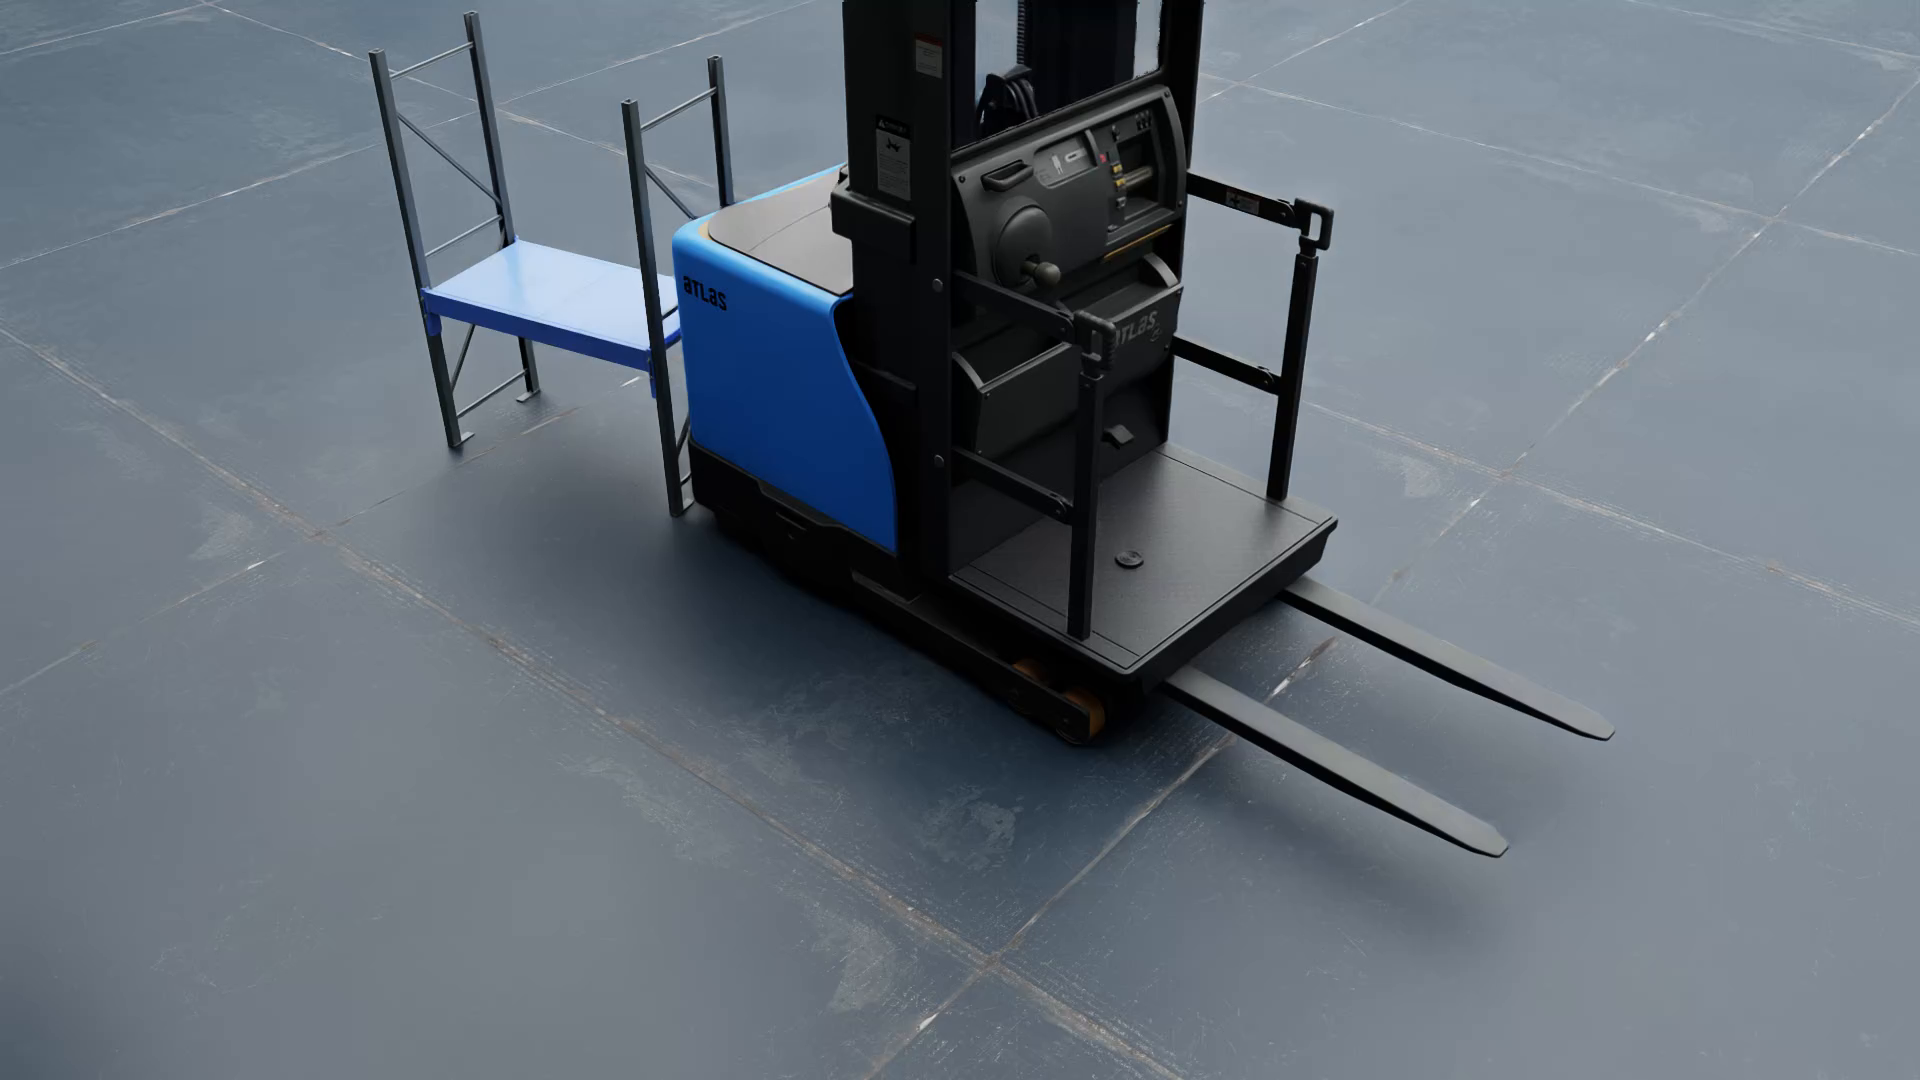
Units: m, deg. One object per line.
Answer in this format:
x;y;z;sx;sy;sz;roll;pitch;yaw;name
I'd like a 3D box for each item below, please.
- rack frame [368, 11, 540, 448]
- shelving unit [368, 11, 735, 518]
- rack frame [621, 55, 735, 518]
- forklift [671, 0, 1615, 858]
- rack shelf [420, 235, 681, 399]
-1.799;-1.092;6.016;0.032;1.500;0.500;16;38;22;rack frame
-1.348;-0.959;5.822;1.048;1.500;0.538;16;38;22;shelving unit
-0.897;-0.826;5.629;0.032;1.500;0.500;16;38;22;rack frame
0.480;-0.947;4.540;3.031;2.935;1.130;28;43;34;forklift
-1.348;-0.811;5.924;1.000;0.185;0.538;16;38;22;rack shelf
